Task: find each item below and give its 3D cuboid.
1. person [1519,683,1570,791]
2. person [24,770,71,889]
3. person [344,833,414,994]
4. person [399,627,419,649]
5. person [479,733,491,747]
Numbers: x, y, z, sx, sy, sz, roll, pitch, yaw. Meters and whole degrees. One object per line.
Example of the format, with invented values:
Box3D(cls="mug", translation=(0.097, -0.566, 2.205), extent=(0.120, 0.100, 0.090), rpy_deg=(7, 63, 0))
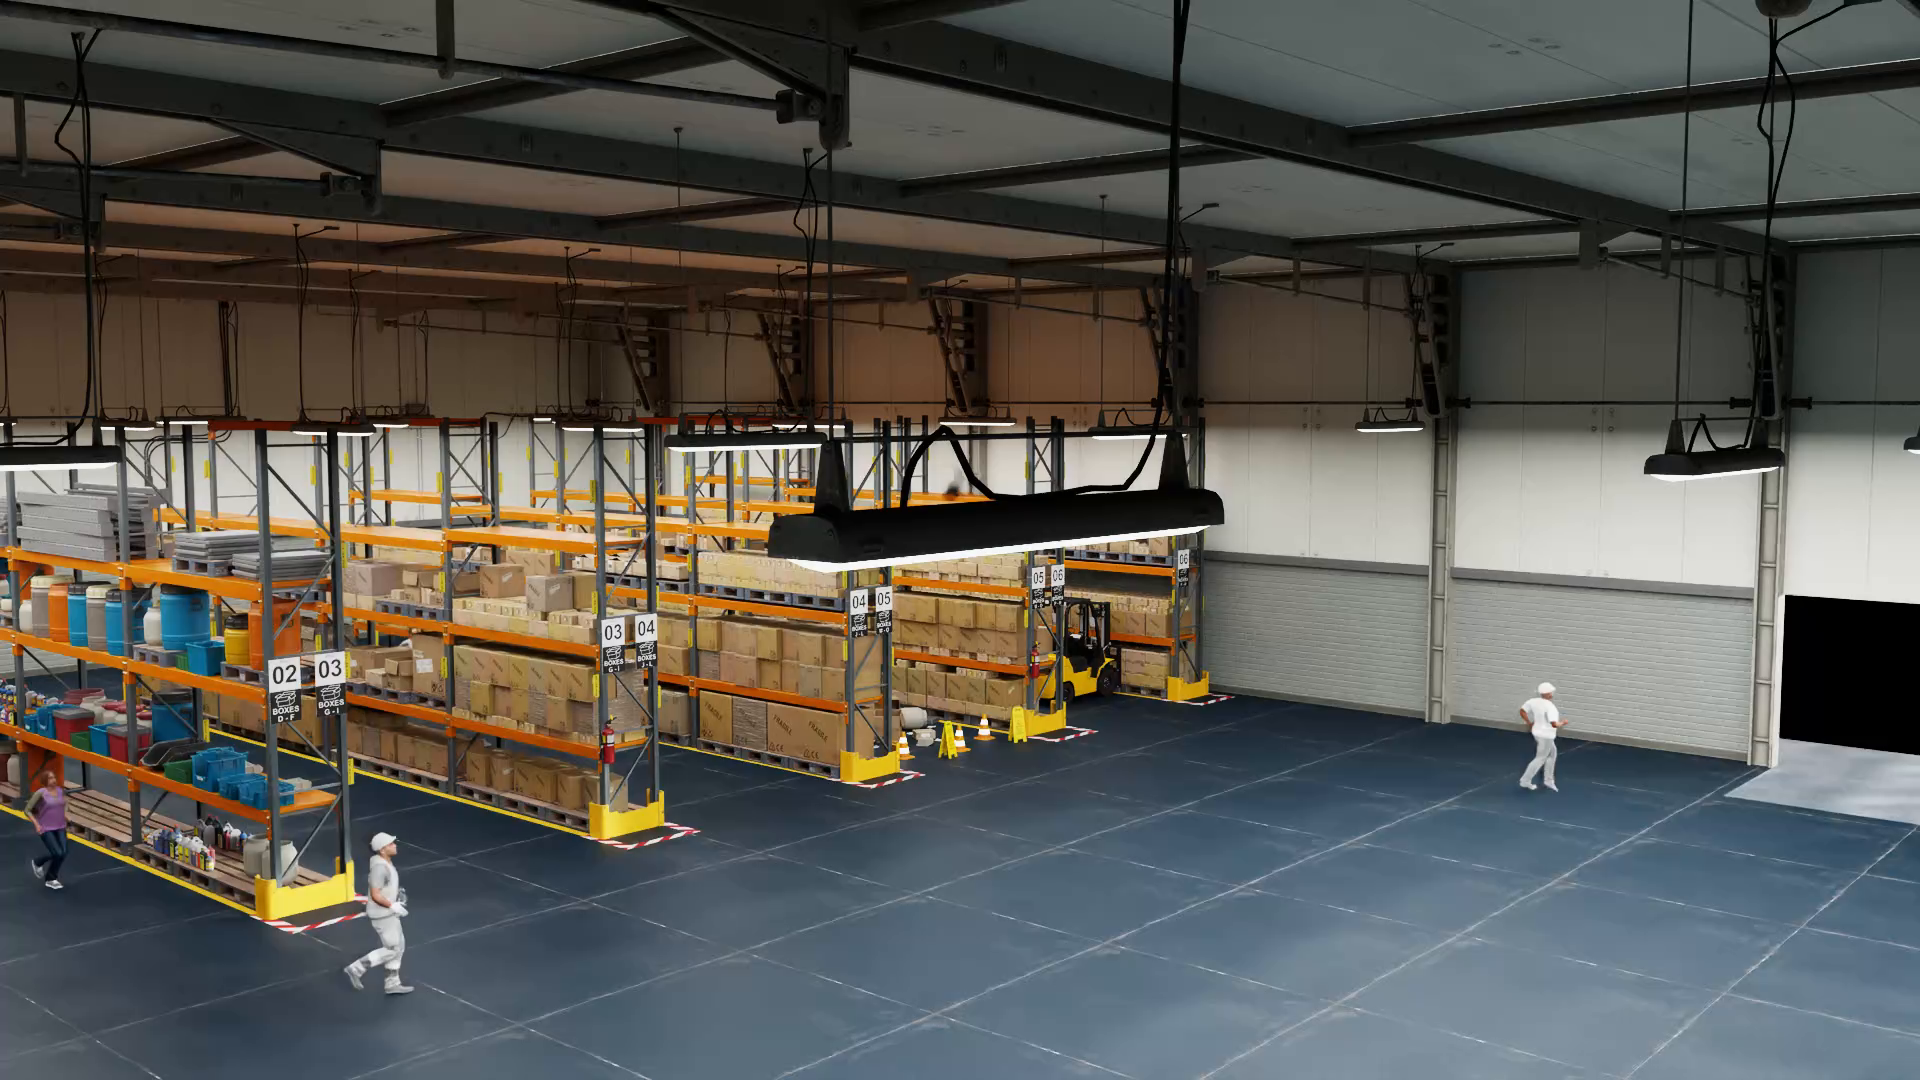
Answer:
Box3D(cls="person", translation=(9.441, 3.219, 26.910), extent=(0.787, 1.831, 0.676), rpy_deg=(-1, 5, -6))
Box3D(cls="person", translation=(-11.821, 3.763, 21.637), extent=(0.544, 1.555, 0.536), rpy_deg=(2, 5, 26))
Box3D(cls="person", translation=(-6.214, 3.991, 17.734), extent=(0.700, 1.765, 0.657), rpy_deg=(-2, 5, -21))
Box3D(cls="person", translation=(-11.274, 2.640, 34.394), extent=(0.706, 1.719, 0.547), rpy_deg=(4, 6, 40))
Box3D(cls="person", translation=(-8.734, 2.968, 30.523), extent=(0.539, 1.651, 0.589), rpy_deg=(4, 6, 38))
